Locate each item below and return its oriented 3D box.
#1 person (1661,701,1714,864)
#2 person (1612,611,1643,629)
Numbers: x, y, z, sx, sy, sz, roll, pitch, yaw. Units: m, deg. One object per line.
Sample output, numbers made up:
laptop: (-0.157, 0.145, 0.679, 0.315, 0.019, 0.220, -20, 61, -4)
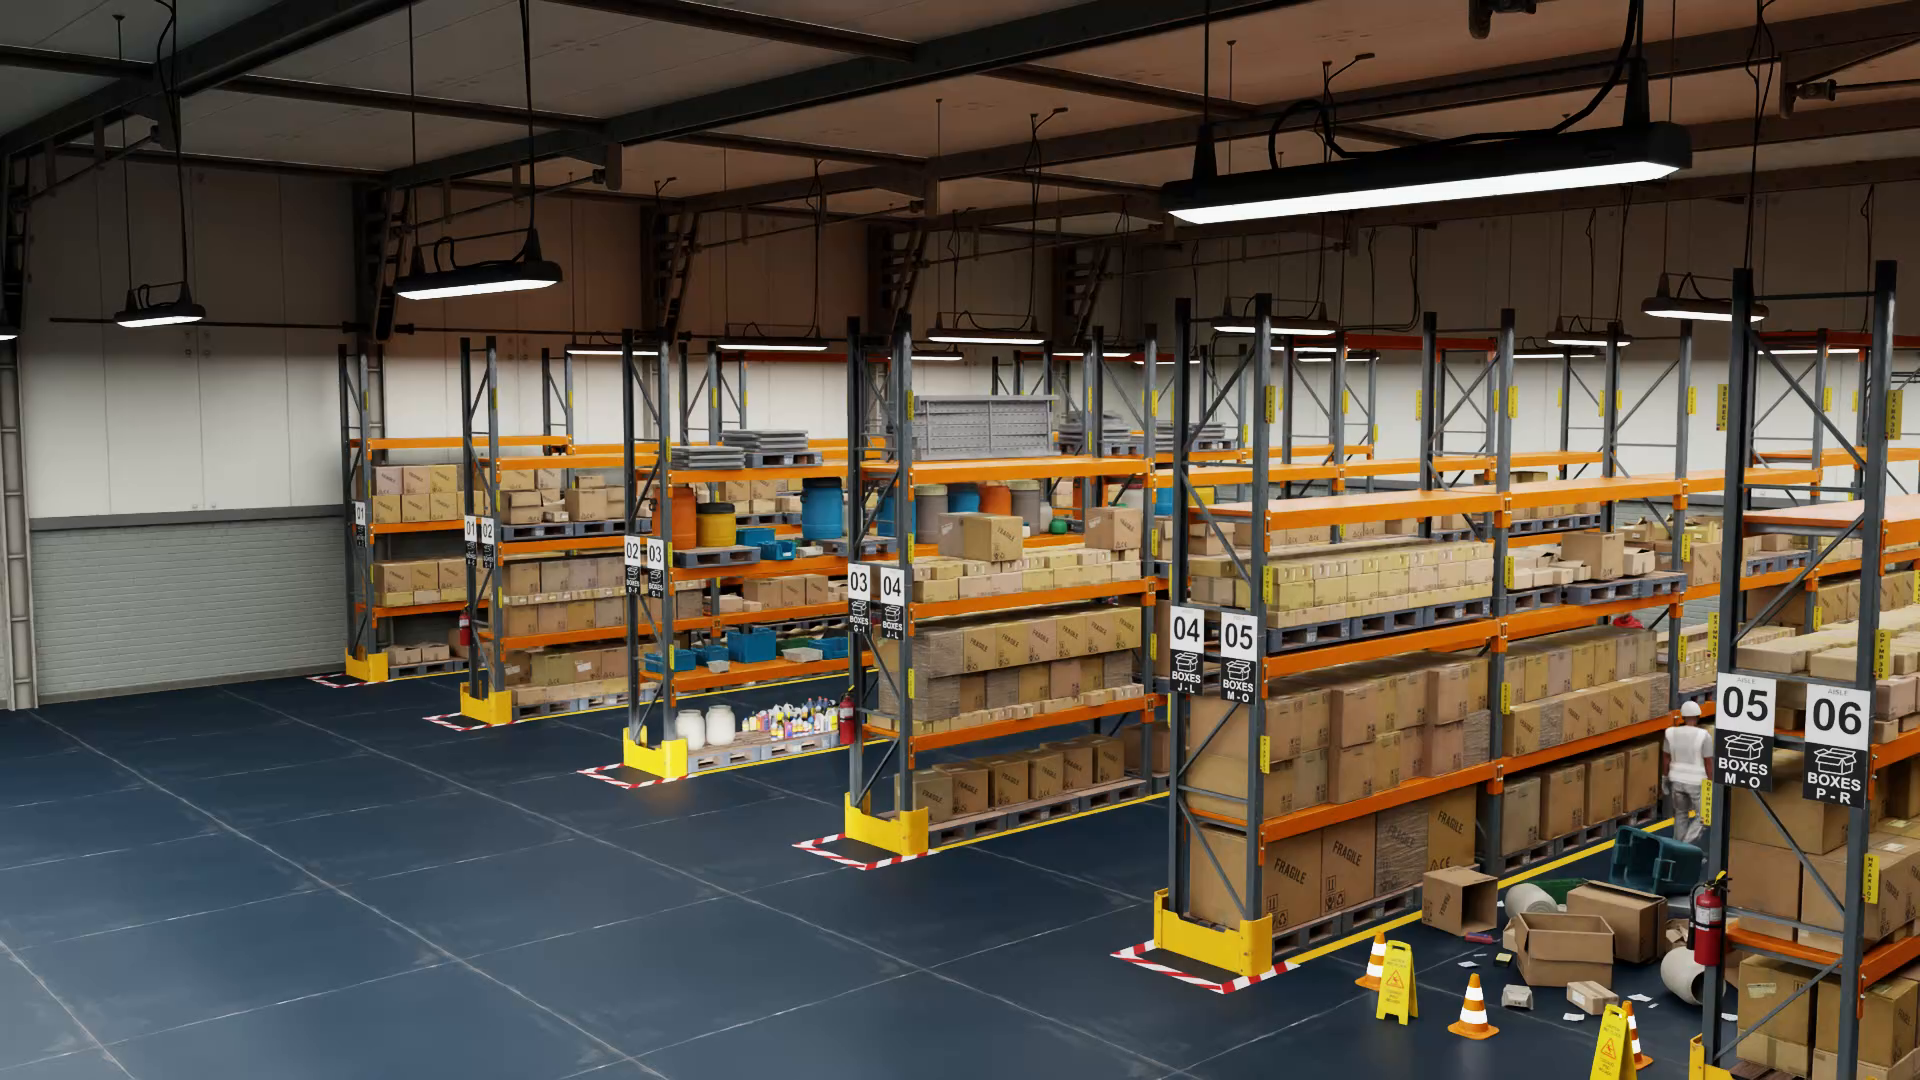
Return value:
person: (7.974, 2.654, 18.212, 0.554, 1.783, 0.582, -5, 7, -42)
person: (10.906, 1.860, 27.348, 1.077, 1.657, 0.609, -4, 7, -39)
